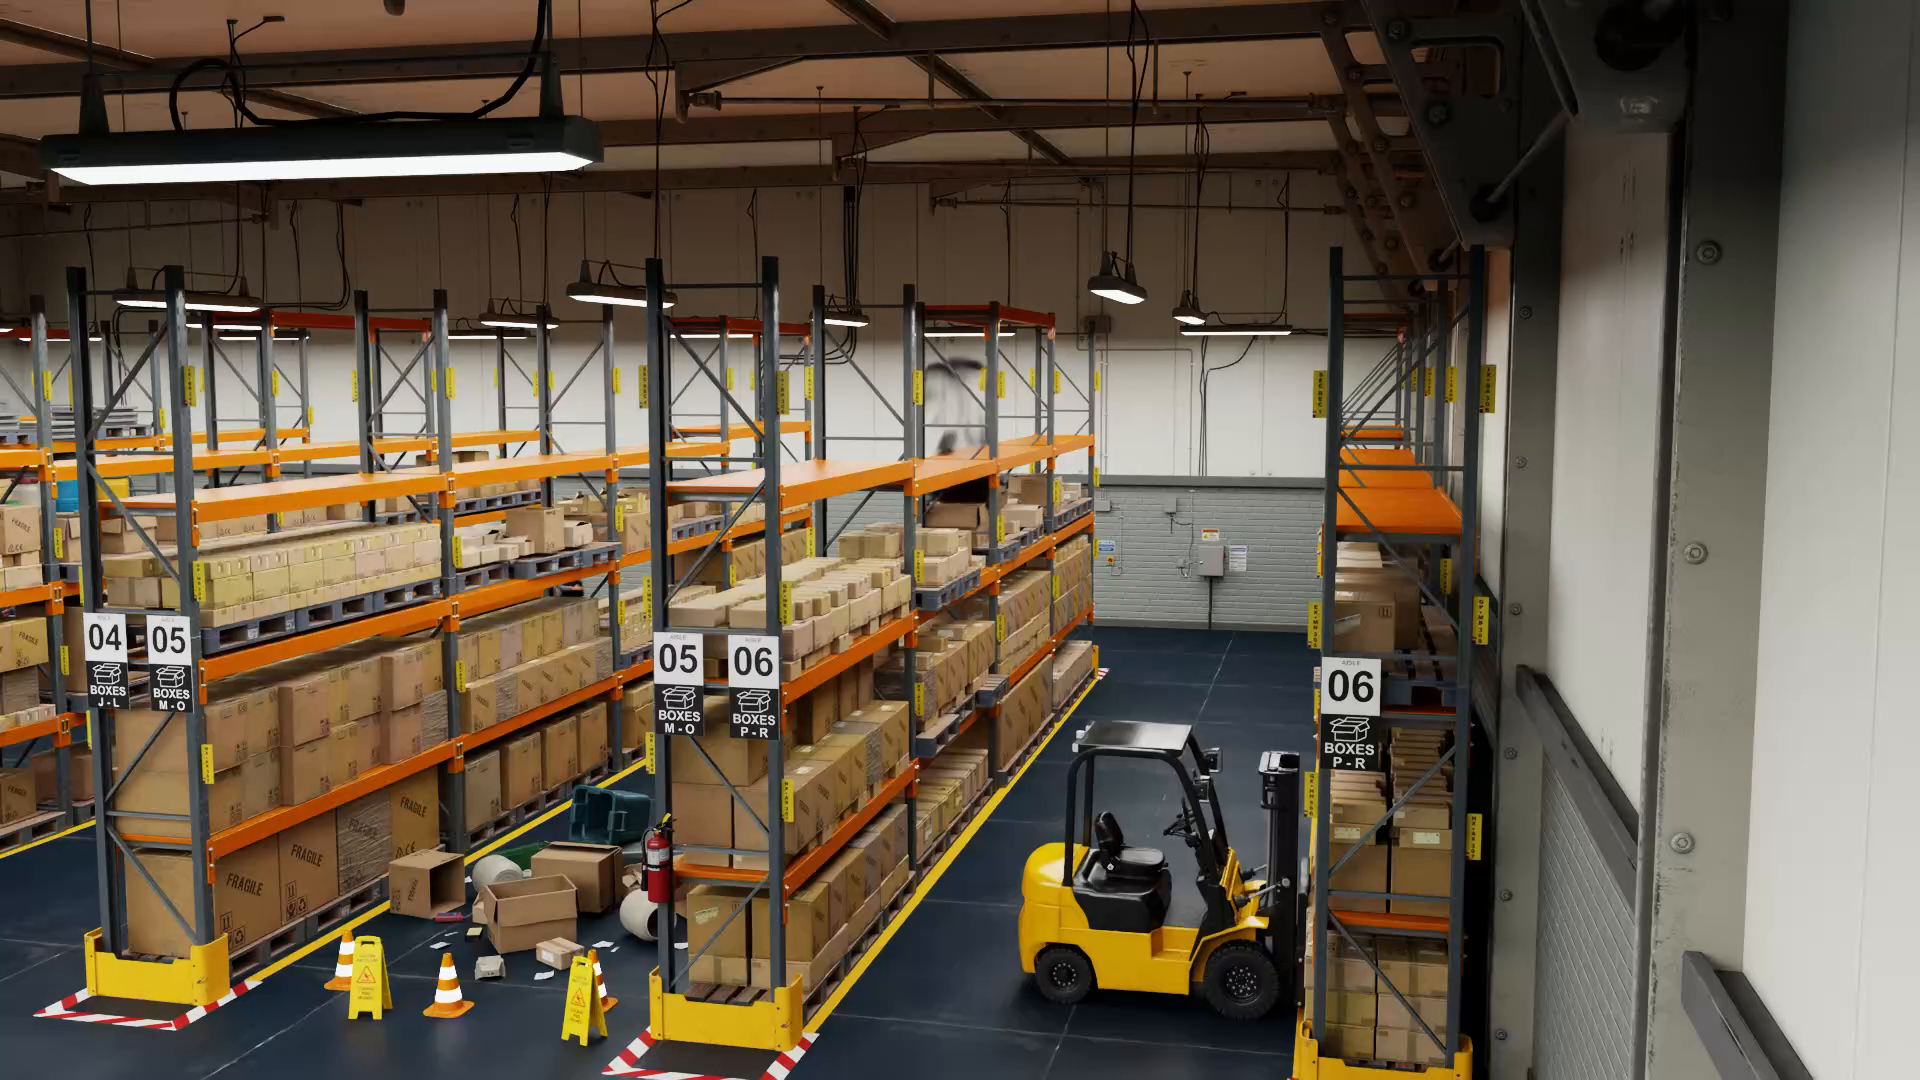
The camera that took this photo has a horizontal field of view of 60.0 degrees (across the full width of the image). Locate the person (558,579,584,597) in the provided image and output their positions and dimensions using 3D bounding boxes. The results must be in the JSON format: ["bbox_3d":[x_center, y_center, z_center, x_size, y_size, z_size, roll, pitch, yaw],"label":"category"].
[{"bbox_3d":[-7.284,1.147,31.303,0.828,1.713,0.636,5,8,42],"label":"person"}]
